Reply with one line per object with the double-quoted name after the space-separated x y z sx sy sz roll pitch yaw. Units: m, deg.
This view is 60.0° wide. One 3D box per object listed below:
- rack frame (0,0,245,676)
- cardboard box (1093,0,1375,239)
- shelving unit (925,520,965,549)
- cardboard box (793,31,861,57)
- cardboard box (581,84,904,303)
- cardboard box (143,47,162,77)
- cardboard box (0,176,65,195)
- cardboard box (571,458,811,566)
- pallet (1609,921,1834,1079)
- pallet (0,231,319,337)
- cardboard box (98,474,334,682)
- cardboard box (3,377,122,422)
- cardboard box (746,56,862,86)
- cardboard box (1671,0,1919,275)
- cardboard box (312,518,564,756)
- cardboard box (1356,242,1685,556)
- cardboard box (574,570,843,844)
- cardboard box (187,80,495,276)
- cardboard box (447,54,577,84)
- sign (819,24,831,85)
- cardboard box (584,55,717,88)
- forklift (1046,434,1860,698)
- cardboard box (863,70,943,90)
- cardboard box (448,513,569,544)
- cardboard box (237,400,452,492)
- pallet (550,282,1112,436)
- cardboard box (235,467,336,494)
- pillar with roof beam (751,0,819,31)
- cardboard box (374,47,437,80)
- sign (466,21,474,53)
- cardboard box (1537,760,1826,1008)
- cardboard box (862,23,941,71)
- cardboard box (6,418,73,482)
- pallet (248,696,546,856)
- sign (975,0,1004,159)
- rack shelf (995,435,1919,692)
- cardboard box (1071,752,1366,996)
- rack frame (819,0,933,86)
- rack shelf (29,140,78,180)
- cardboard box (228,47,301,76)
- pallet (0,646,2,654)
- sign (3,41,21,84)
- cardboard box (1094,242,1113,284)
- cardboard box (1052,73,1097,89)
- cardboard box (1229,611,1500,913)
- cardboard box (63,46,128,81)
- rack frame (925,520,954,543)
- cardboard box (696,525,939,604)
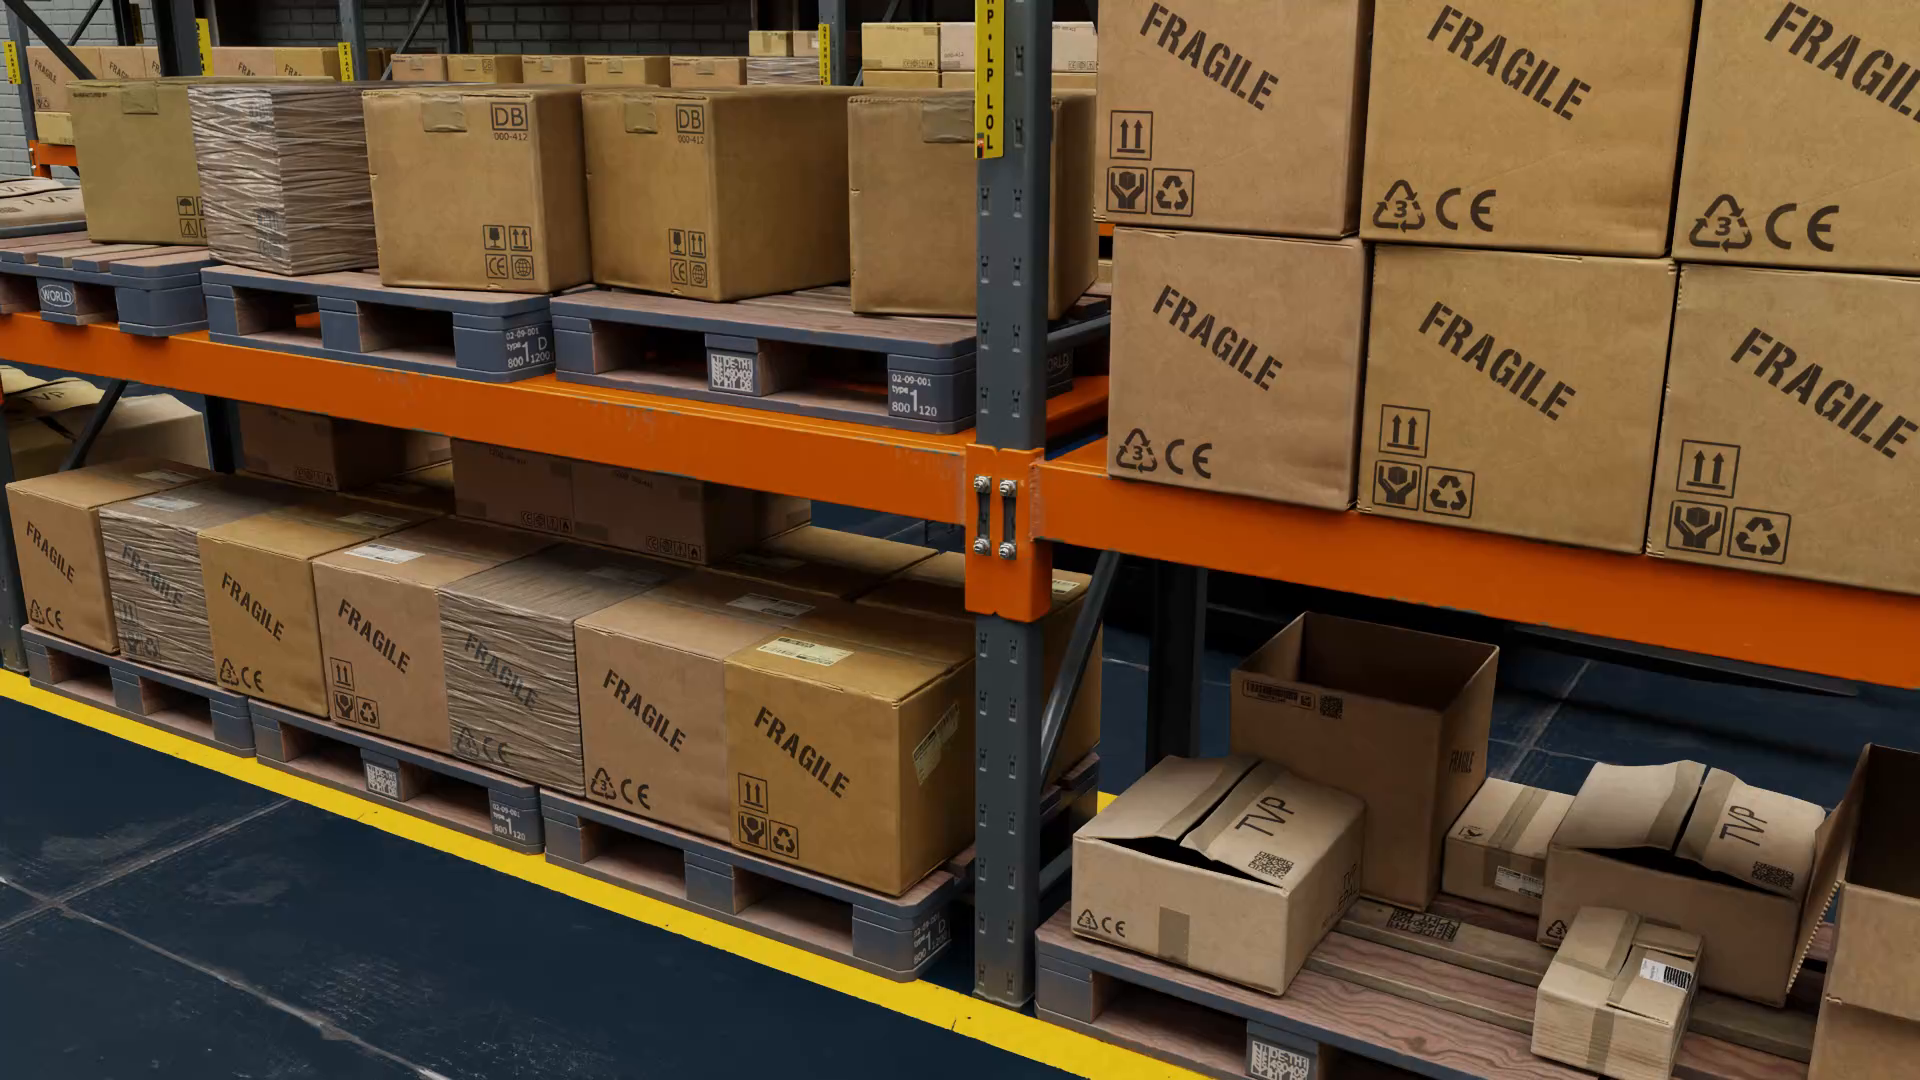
-3.064 -1.093 5.817 0.127 3.000 1.000 10 20 30 "rack frame"
0.598 -0.869 3.189 0.500 0.500 0.500 11 20 31 "cardboard box"
-0.012 -0.576 7.214 0.189 1.200 0.258 10 20 30 "shelving unit"
-0.785 -2.934 9.833 0.250 0.149 0.380 7 18 23 "cardboard box"
-0.562 -0.949 4.451 0.500 0.500 0.700 14 22 39 "cardboard box"
-5.744 -3.453 12.521 0.500 0.500 0.500 11 20 32 "cardboard box"
-3.725 -1.234 6.436 0.500 0.311 0.500 10 19 29 "cardboard box"
-0.793 -0.143 4.946 0.500 0.250 0.500 10 20 30 "cardboard box"
1.972 1.140 3.265 1.213 0.211 1.003 10 20 30 "pallet"
-2.450 -0.915 5.563 1.003 0.211 1.213 10 20 30 "pallet"
-2.377 0.111 5.398 0.500 0.500 0.500 9 19 28 "cardboard box"
-3.809 -0.476 6.832 0.500 0.311 0.500 10 19 29 "cardboard box"
-0.881 -2.647 10.007 0.500 0.500 0.700 8 18 24 "cardboard box"
1.476 -0.712 2.673 0.500 0.500 0.500 9 19 28 "cardboard box"
-1.505 0.267 4.886 0.500 0.500 0.500 9 19 28 "cardboard box"
1.074 -0.310 3.068 0.500 0.500 0.500 11 20 31 "cardboard box"
-0.643 0.420 4.381 0.500 0.500 0.500 10 20 30 "cardboard box"
-1.789 -1.087 4.904 0.500 0.500 0.700 15 22 40 "cardboard box"
-2.995 -3.014 11.214 0.500 0.500 0.700 13 21 36 "cardboard box"
-0.751 -2.700 9.254 0.005 0.325 0.100 10 20 30 "sign"
-1.954 -2.831 10.612 0.500 0.500 0.700 10 20 30 "cardboard box"
1.674 -1.045 5.778 3.031 2.935 1.130 11 20 33 "forklift"
-0.195 -2.382 9.345 0.500 0.500 0.500 11 20 32 "cardboard box"
-1.253 0.134 5.322 0.500 0.500 0.500 9 19 28 "cardboard box"
-2.094 -0.374 5.706 0.500 0.250 0.500 11 20 32 "cardboard box"
-0.280 -0.541 4.331 1.213 0.211 1.003 10 20 30 "pallet"
-2.145 -0.023 5.840 0.500 0.500 0.500 11 20 32 "cardboard box"
-3.383 -4.536 6.832 0.400 9.000 9.100 10 20 30 "pillar with roof beam"
-4.175 -3.348 12.176 0.500 0.500 0.500 10 19 29 "cardboard box"
-3.596 -3.620 12.147 0.005 0.325 0.100 10 20 30 "sign"
1.617 0.722 3.711 0.500 0.311 0.500 10 20 30 "cardboard box"
-0.199 -2.741 9.236 0.500 0.250 0.500 11 20 31 "cardboard box"
-3.640 -0.265 6.136 0.500 0.311 0.500 11 20 31 "cardboard box"
-1.413 0.550 5.206 1.213 0.211 1.003 10 20 30 "pallet"
0.057 -0.900 3.192 0.005 0.325 0.100 10 20 30 "sign"
2.048 0.164 2.917 4.000 0.370 1.077 10 20 30 "rack shelf"
0.589 0.709 3.754 0.500 0.311 0.500 10 20 30 "cardboard box"
-0.475 -2.320 9.858 0.127 3.000 1.000 10 20 30 "rack frame"
-5.588 -2.888 12.967 4.000 0.370 1.077 10 20 30 "rack shelf"
-4.877 -3.295 12.001 0.500 0.500 0.500 10 20 30 "cardboard box"
-3.746 0.107 6.666 1.213 0.211 1.003 10 20 30 "pallet"
-7.576 -3.817 13.296 0.005 0.325 0.100 10 20 30 "sign"
0.826 -1.213 9.190 0.750 0.750 0.750 10 20 30 "cardboard box"
0.669 -2.225 8.826 0.500 0.500 0.500 10 20 30 "cardboard box"
0.978 0.518 4.060 0.500 0.500 0.500 10 20 30 "cardboard box"
-6.627 -3.609 13.034 0.500 0.500 0.500 10 20 30 "cardboard box"
-0.090 -0.590 7.260 0.006 1.200 0.240 10 20 30 "rack frame"
-0.401 0.289 4.812 0.500 0.500 0.500 10 20 31 "cardboard box"
